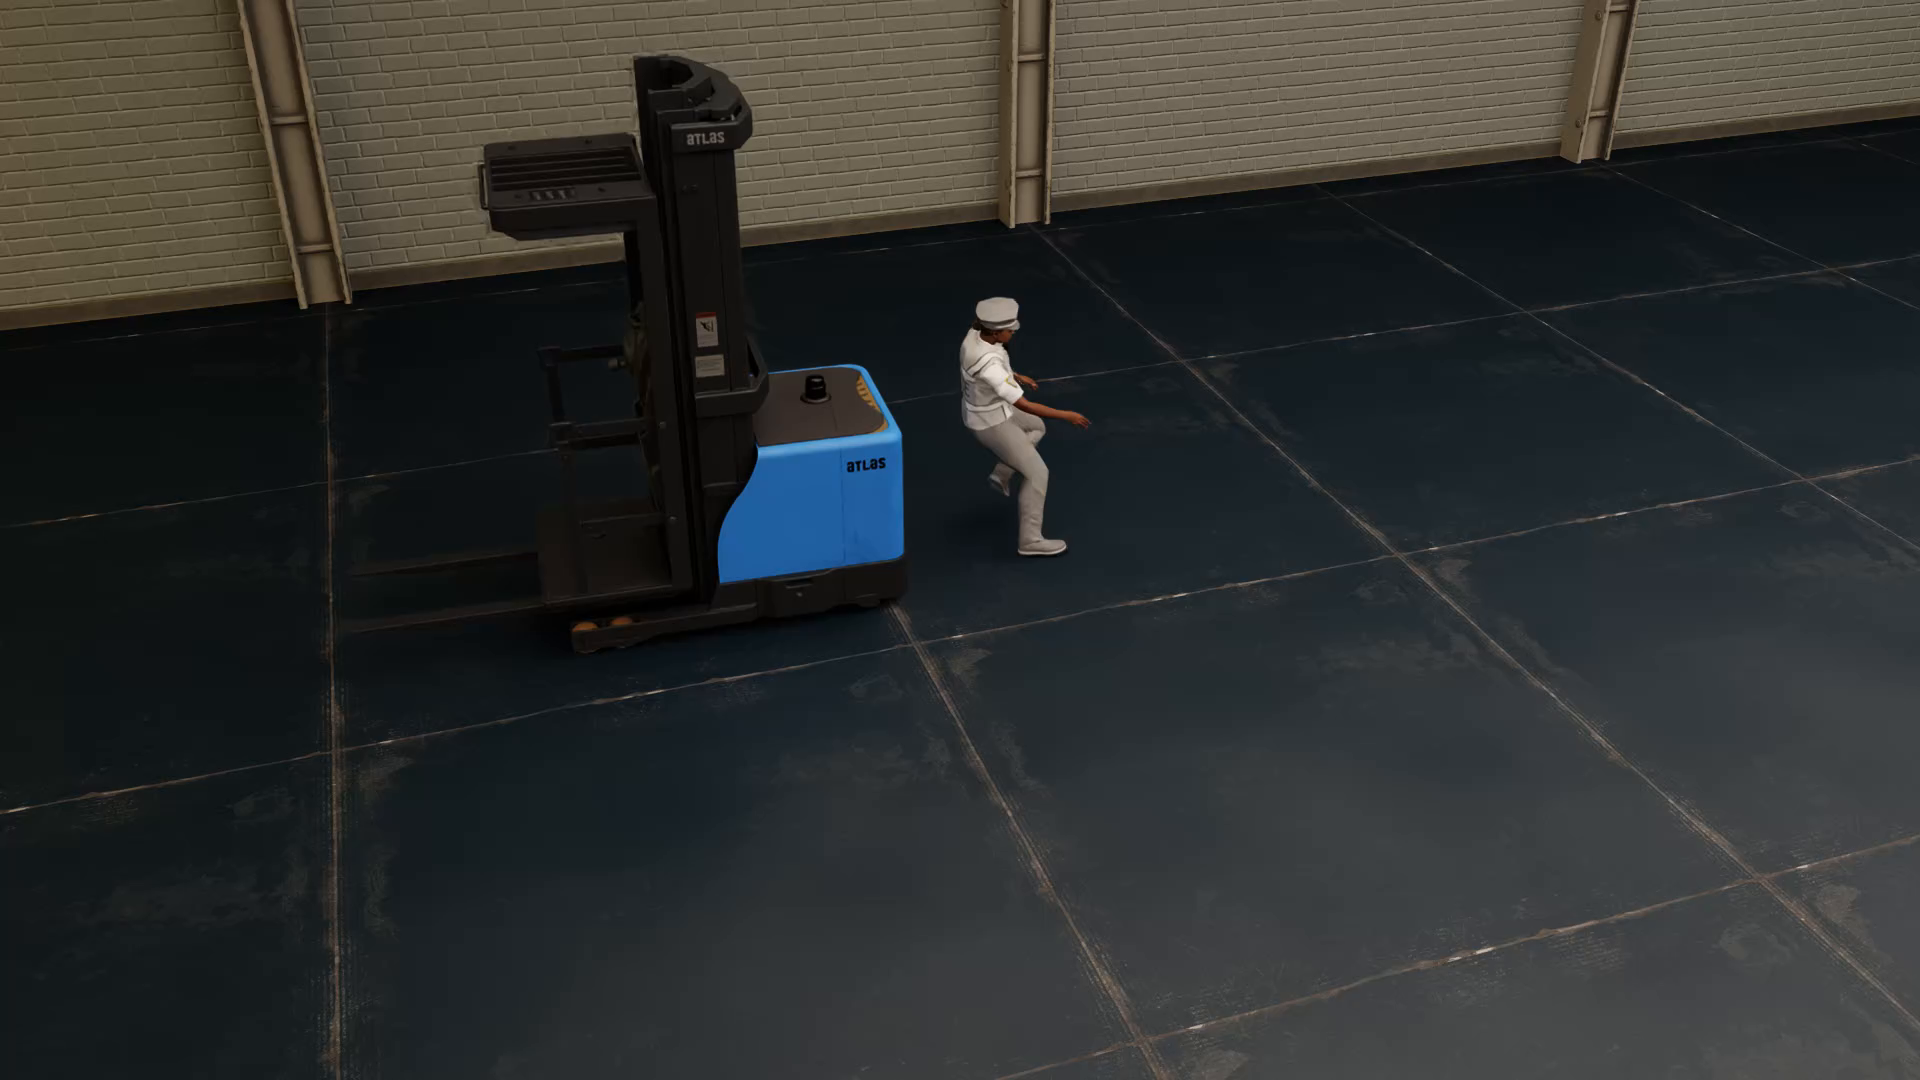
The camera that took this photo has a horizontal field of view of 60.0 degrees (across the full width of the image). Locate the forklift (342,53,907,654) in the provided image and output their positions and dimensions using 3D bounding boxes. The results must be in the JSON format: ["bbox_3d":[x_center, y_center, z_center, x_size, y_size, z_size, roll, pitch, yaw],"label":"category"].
[{"bbox_3d":[-1.873,-0.951,8.740,3.031,2.935,1.130,-8,31,-13],"label":"forklift"}]

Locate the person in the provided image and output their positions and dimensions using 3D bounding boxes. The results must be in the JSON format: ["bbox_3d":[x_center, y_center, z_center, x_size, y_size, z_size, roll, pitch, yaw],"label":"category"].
[{"bbox_3d":[0.369,-0.725,9.789,0.723,1.483,0.756,-3,30,-5],"label":"person"}]
